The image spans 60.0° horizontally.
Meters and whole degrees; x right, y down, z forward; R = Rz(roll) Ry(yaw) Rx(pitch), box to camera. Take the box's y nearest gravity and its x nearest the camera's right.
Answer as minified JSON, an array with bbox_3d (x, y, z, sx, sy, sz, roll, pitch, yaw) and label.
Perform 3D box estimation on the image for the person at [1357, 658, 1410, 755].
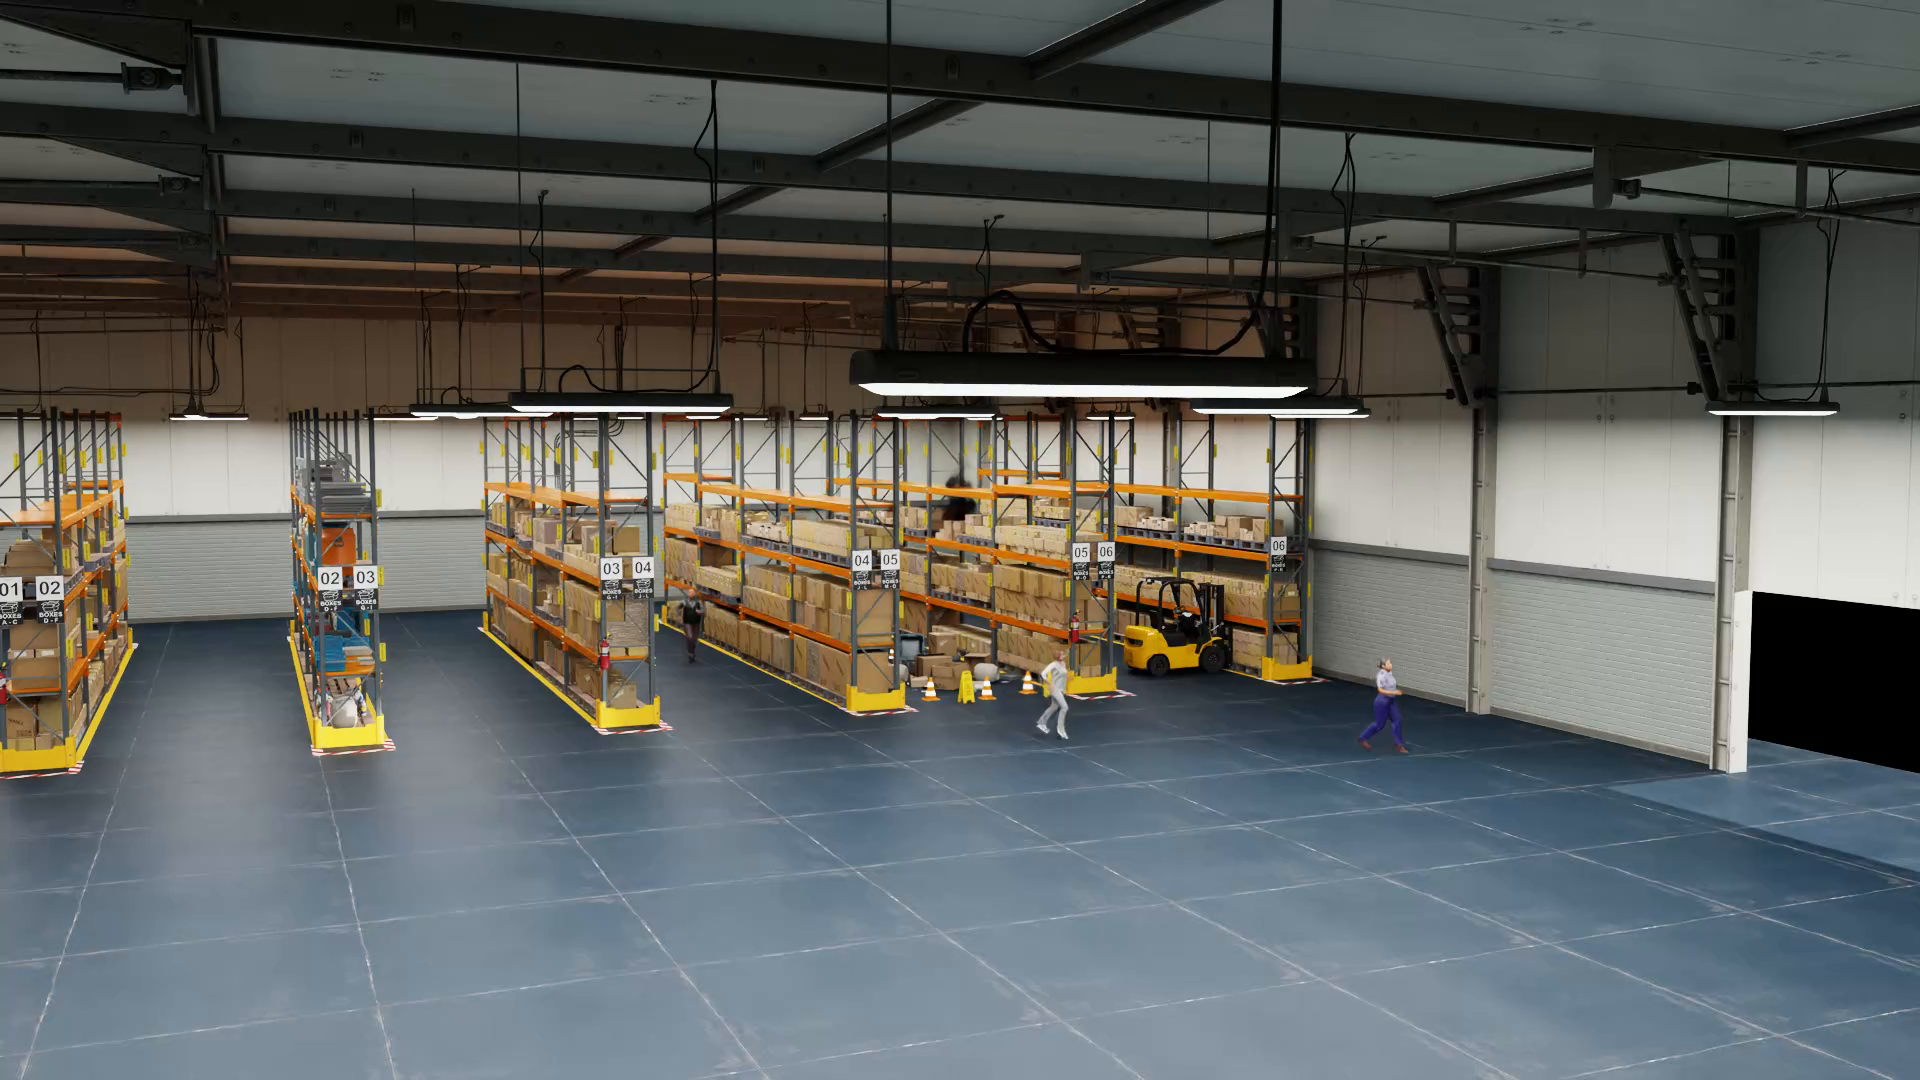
[{"bbox_3d":[7.376,2.879,28.920,0.898,1.679,0.614,2,5,31],"label":"person"}]

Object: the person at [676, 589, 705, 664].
[{"bbox_3d":[-6.450,2.049,39.977,0.638,1.753,0.874,-2,4,-26],"label":"person"}]

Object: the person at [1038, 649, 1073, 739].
[{"bbox_3d":[1.744,2.797,30.414,0.712,1.639,0.523,2,5,27],"label":"person"}]
